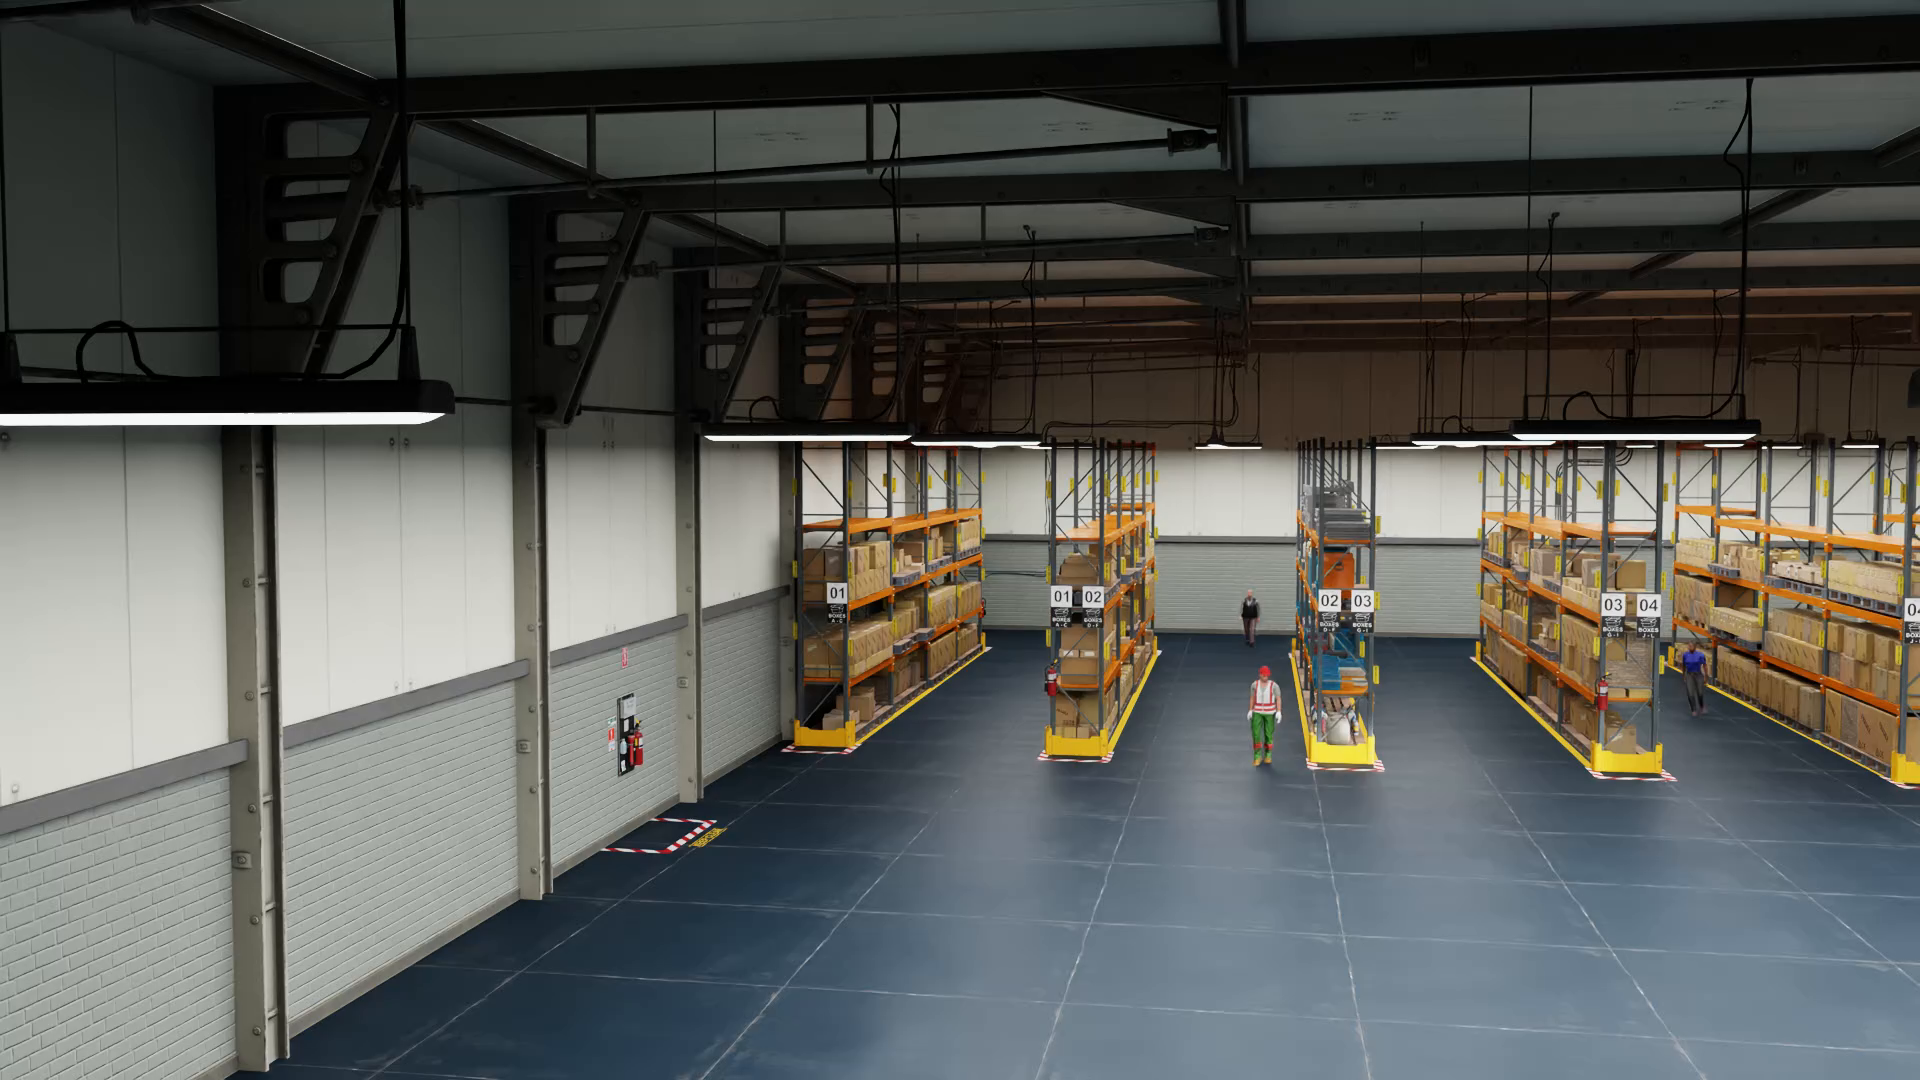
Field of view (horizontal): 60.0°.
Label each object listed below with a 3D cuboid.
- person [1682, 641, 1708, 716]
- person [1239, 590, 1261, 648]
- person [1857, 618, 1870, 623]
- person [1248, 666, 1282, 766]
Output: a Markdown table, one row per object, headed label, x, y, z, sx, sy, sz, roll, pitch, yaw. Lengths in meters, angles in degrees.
| label | x | y | z | sx | sy | sz | roll | pitch | yaw |
| --- | --- | --- | --- | --- | --- | --- | --- | --- | --- |
| person | 16.001 | 2.996 | 36.199 | 0.522 | 1.640 | 0.486 | 2 | 4 | 33 |
| person | 8.498 | 2.292 | 48.780 | 0.621 | 1.659 | 1.069 | 1 | 3 | 13 |
| person | 25.741 | 2.392 | 47.231 | 0.969 | 1.638 | 0.502 | 0 | 3 | -7 |
| person | 5.578 | 3.238 | 30.477 | 0.650 | 1.856 | 0.445 | 1 | 3 | 22 |
